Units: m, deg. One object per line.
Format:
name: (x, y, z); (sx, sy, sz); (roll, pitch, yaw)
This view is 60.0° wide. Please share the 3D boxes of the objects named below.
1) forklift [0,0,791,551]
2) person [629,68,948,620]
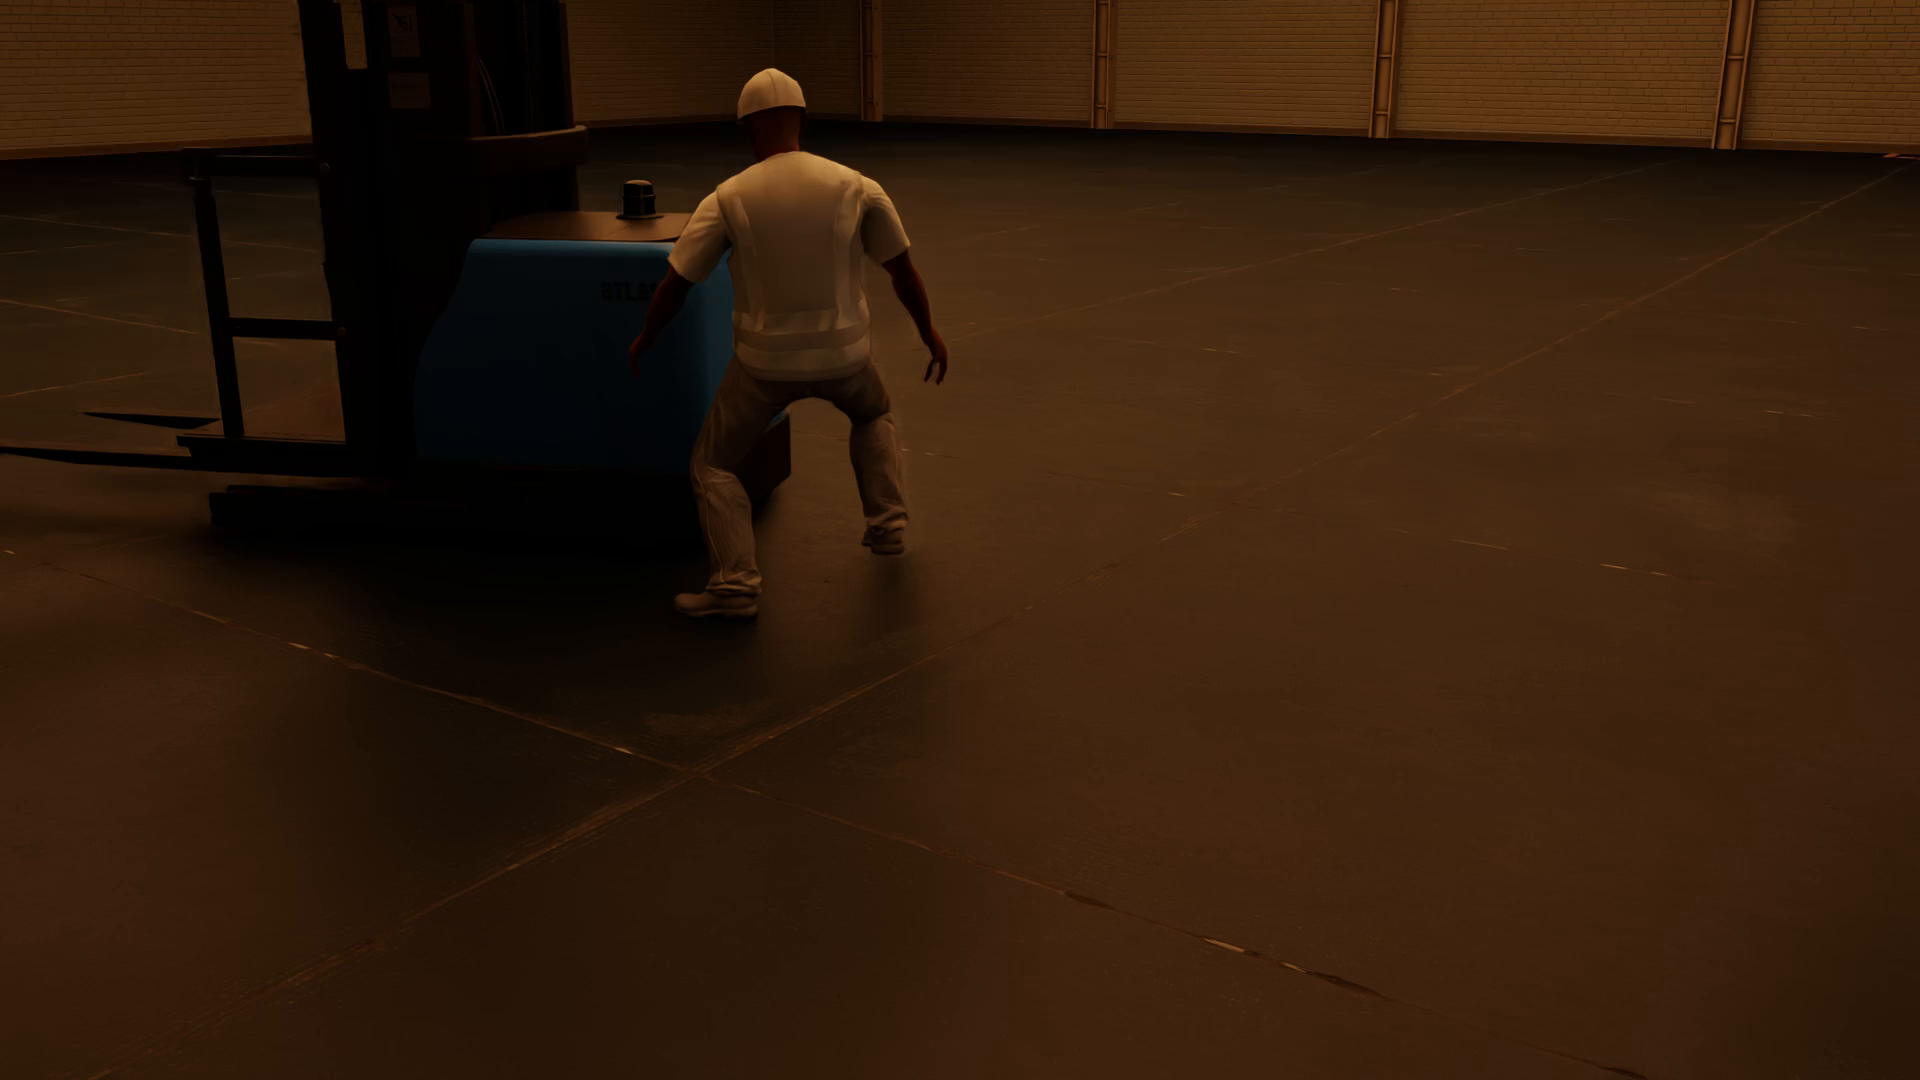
forklift: (-2.237, -1.559, 6.045); (3.031, 2.935, 1.130); (3, 17, 11)
person: (-0.532, -0.626, 5.219); (1.004, 1.647, 0.642); (-3, 17, -11)
